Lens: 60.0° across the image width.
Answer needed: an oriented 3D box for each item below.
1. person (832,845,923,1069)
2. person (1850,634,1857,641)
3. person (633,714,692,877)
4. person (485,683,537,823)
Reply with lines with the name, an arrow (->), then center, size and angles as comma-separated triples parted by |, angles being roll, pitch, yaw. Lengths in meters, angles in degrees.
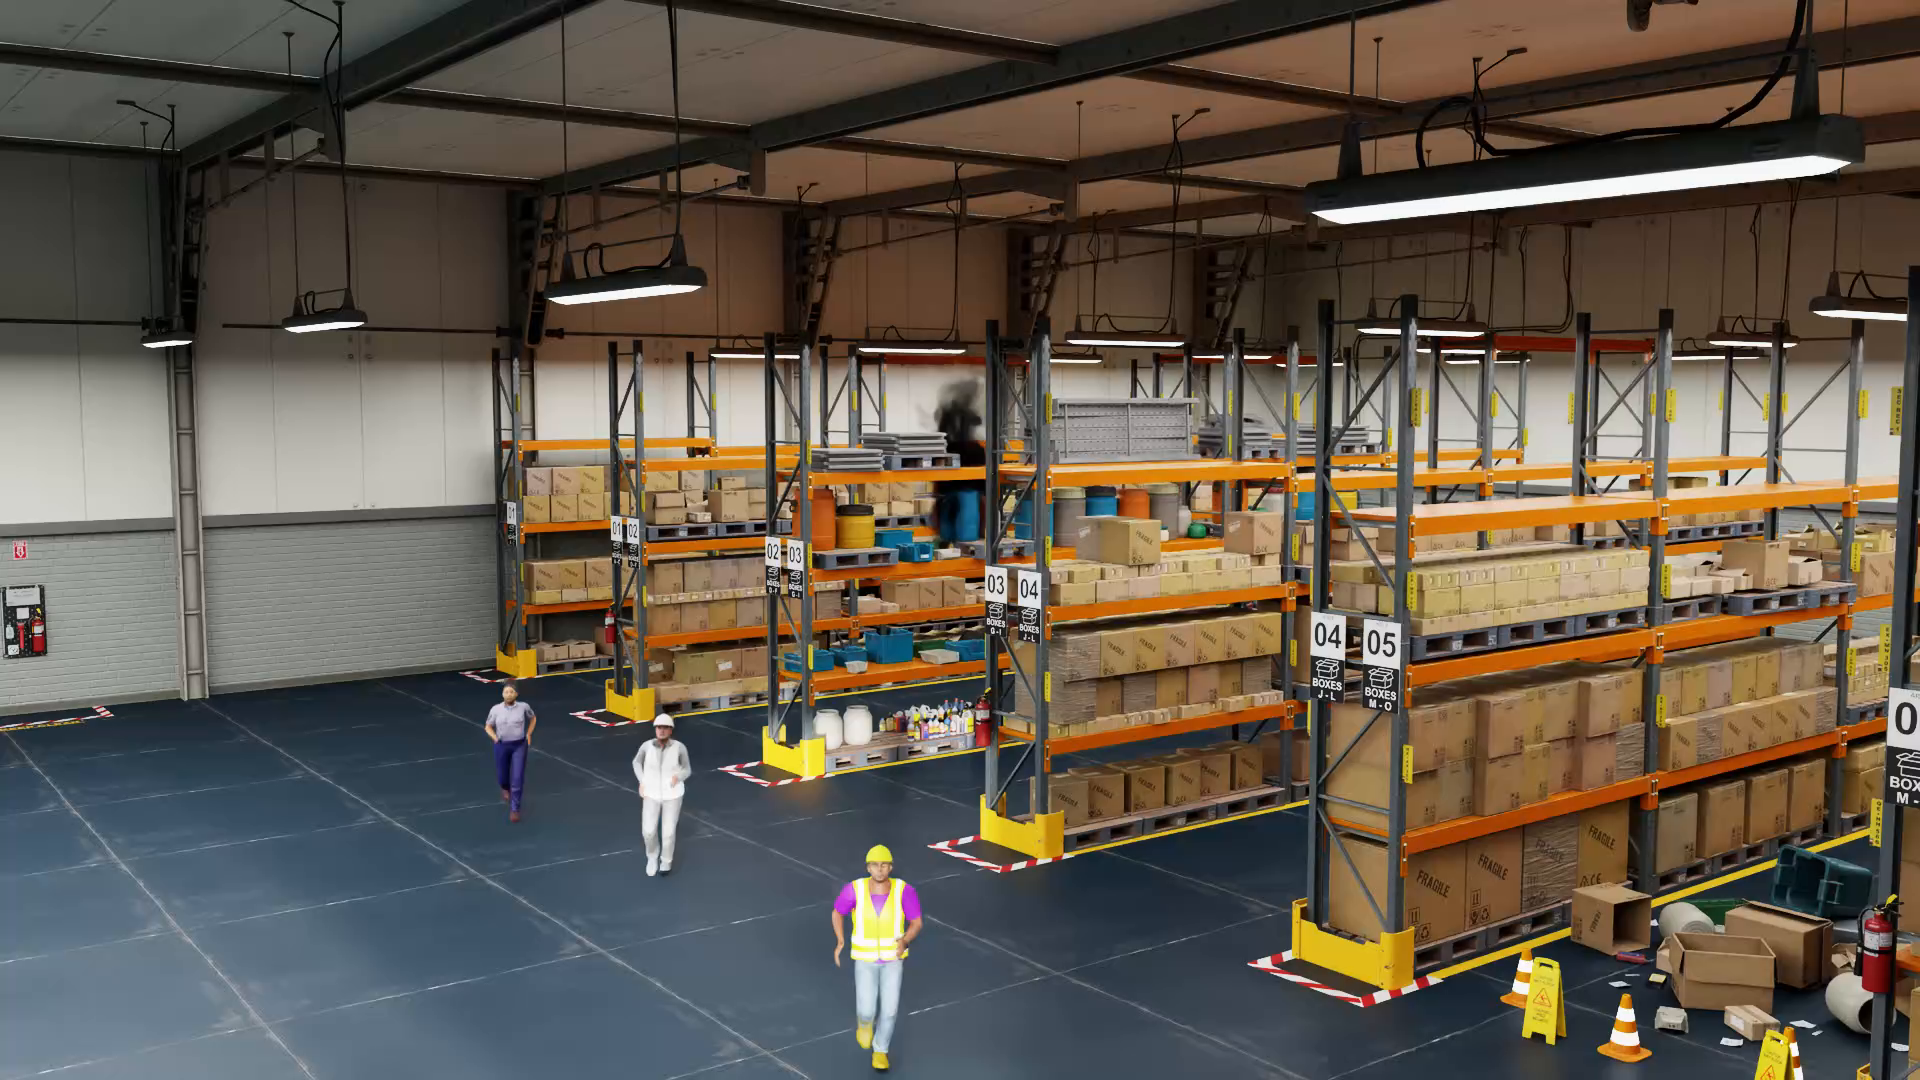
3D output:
person -> -0.625, 3.190, 12.712 | 0.698, 1.720, 0.576 | 0, 5, -5
person -> 12.952, 2.207, 24.197 | 0.750, 1.753, 0.567 | -3, 6, -33
person -> -3.182, 2.733, 17.745 | 0.634, 1.758, 0.682 | -1, 5, -6
person -> -5.499, 2.569, 20.384 | 0.607, 1.640, 0.849 | -1, 5, -14
